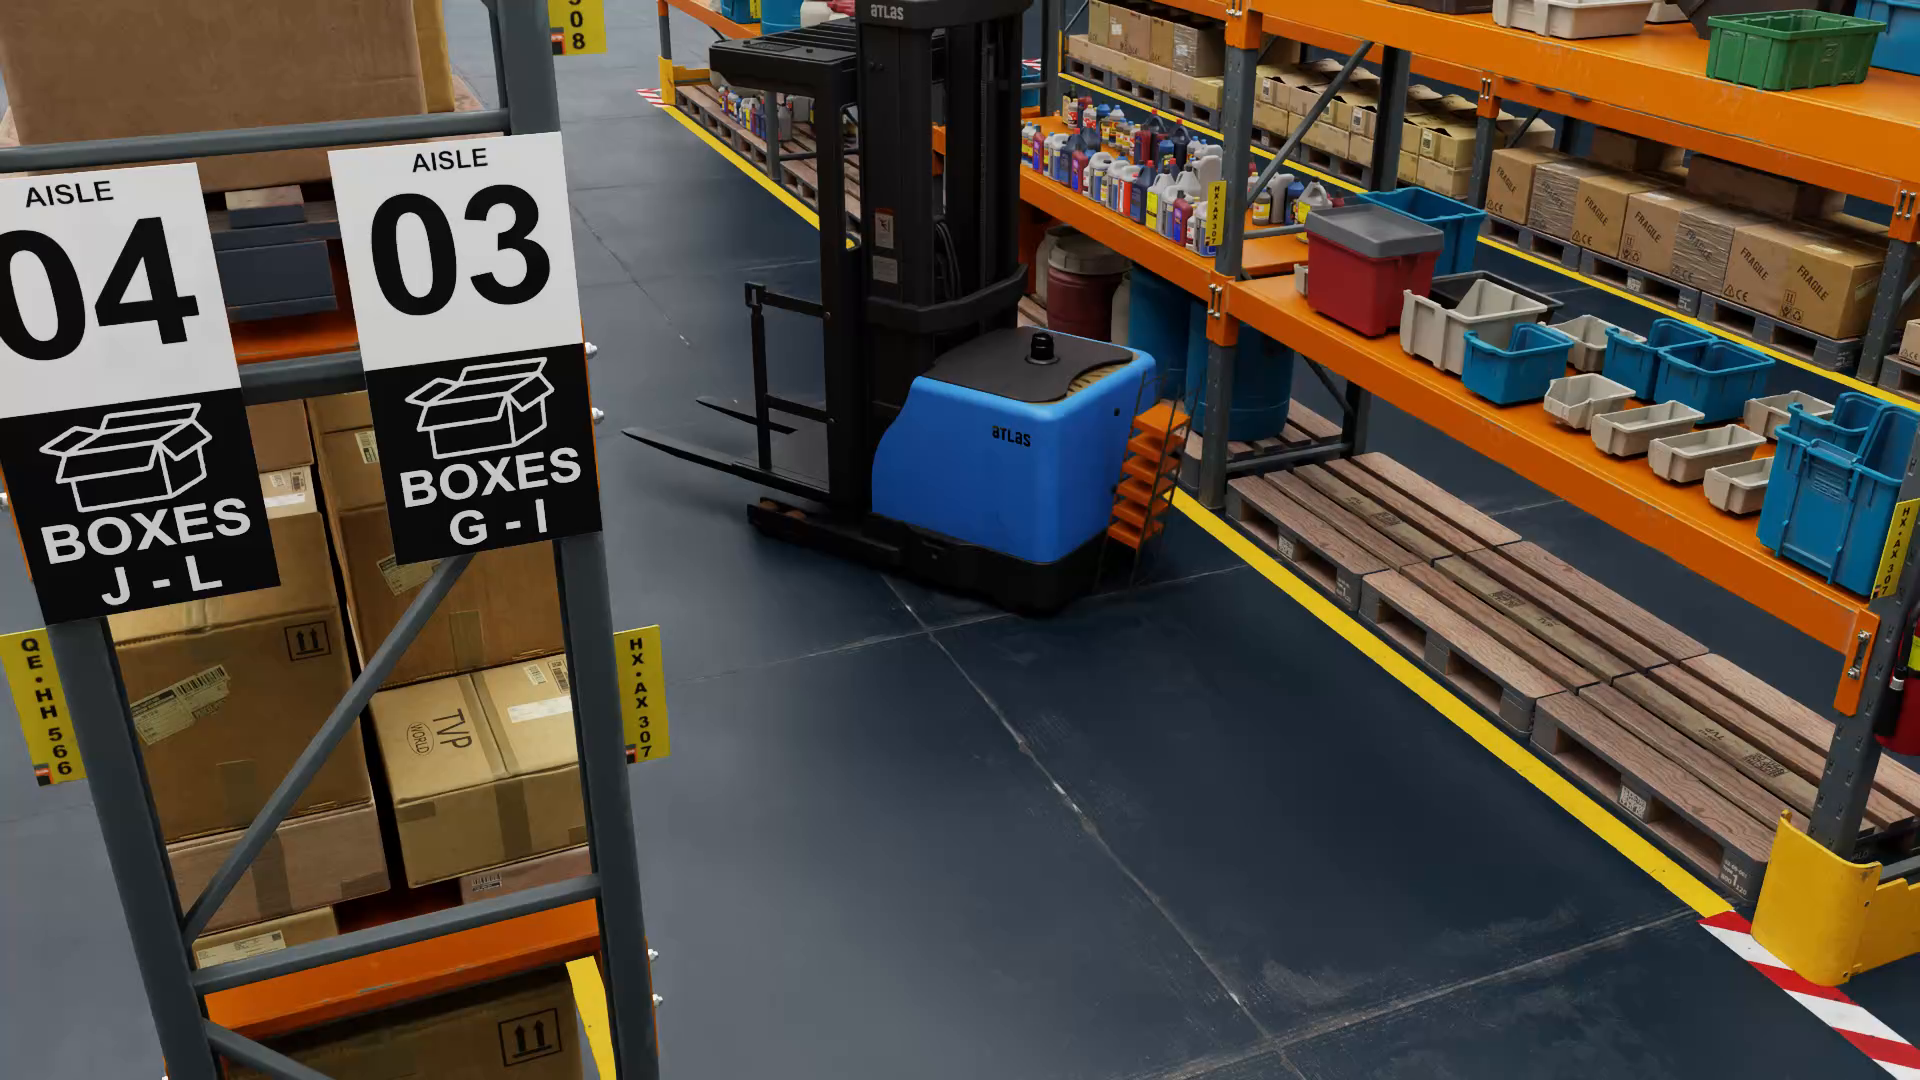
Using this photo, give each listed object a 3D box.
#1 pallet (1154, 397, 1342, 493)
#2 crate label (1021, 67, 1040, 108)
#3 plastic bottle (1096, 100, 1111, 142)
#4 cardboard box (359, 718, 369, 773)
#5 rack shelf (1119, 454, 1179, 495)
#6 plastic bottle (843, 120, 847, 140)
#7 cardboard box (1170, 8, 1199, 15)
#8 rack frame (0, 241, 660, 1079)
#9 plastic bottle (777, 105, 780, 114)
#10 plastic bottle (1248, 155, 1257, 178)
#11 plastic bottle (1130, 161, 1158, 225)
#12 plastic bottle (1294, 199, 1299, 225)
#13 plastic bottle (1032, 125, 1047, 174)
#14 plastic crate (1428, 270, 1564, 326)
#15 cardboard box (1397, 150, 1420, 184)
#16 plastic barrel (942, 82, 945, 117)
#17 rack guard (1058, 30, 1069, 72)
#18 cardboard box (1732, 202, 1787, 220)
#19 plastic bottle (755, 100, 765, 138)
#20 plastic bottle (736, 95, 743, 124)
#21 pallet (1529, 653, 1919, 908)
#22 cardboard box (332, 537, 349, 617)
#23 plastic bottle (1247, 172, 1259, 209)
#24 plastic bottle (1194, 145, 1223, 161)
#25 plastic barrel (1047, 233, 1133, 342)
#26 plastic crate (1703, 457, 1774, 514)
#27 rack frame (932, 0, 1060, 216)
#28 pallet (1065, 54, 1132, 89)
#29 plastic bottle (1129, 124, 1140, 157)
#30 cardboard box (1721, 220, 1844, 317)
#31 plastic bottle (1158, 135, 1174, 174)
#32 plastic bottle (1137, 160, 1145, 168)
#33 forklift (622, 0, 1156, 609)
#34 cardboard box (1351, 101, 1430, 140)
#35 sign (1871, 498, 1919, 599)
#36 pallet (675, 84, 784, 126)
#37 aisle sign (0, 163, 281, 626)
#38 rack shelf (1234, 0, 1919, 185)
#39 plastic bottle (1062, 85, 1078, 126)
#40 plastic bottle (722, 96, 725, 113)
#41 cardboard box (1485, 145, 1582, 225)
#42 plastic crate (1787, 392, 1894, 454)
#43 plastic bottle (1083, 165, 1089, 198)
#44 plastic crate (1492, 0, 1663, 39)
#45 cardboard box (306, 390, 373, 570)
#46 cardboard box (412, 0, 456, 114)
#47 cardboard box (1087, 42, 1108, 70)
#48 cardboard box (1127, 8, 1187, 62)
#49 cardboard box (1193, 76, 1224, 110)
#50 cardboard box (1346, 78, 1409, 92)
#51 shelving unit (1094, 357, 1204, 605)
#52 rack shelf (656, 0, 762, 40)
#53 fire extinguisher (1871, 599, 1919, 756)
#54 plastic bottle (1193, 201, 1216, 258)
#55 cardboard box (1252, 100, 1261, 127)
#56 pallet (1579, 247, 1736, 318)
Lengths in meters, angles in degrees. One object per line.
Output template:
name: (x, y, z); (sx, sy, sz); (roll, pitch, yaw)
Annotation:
pallet: (1.531, -0.679, 9.901); (1.003, 0.211, 1.213); (-11, 28, -21)
crate label: (0.409, -3.388, 12.461); (0.303, 0.233, 0.416); (-11, 28, -21)
plastic bottle: (0.975, -2.859, 11.334); (0.097, 0.271, 0.097); (0, 26, 0)
cardboard box: (-1.828, 0.431, 4.281); (0.500, 0.250, 0.500); (-11, 28, -21)
rack shelf: (0.902, -0.332, 7.874); (0.180, 0.103, 0.258); (28, 36, 26)
plastic bottle: (-1.099, -4.029, 16.270); (0.097, 0.201, 0.097); (0, 26, 0)
cardboard box: (2.739, -5.829, 19.071); (0.500, 0.500, 0.500); (-11, 28, -21)
rack frame: (-1.196, 0.852, 3.586); (1.000, 3.000, 0.127); (-11, 28, -21)
plastic bottle: (-1.804, -4.141, 16.415); (0.152, 0.276, 0.135); (-11, 28, -21)
plastic bottle: (1.696, -2.141, 9.850); (0.061, 0.283, 0.133); (-11, 28, -21)
plastic bottle: (1.062, -1.981, 9.445); (0.144, 0.351, 0.185); (-11, 28, -21)
plastic bottle: (1.930, -1.843, 9.333); (0.097, 0.201, 0.097); (0, 26, 0)
plastic bottle: (0.511, -2.472, 10.526); (0.061, 0.283, 0.133); (-11, 28, -21)
plastic crate: (2.481, -1.111, 7.853); (0.437, 0.125, 0.590); (-11, 28, -21)
cardboard box: (4.152, -3.409, 14.969); (0.500, 0.250, 0.500); (-11, 28, -21)
plastic barrel: (-0.232, -3.425, 12.191); (0.600, 0.536, 0.708); (-11, 28, -21)
rack guard: (1.646, -6.194, 20.867); (1.175, 0.500, 0.348); (-11, 28, -21)
cardboard box: (5.981, -2.191, 12.167); (0.500, 0.500, 0.500); (-10, 28, -20)
plastic bottle: (-1.930, -4.139, 16.326); (0.144, 0.351, 0.185); (-12, 29, -23)
plastic bottle: (-2.228, -4.384, 16.918); (0.097, 0.271, 0.097); (0, 26, 0)
pallet: (3.074, 0.914, 6.636); (1.003, 0.211, 1.213); (-11, 28, -21)
cardboard box: (-1.538, 0.133, 4.890); (0.500, 0.250, 0.500); (-12, 28, -22)
plastic bottle: (1.725, -2.055, 9.766); (0.097, 0.201, 0.097); (0, 26, 0)
plastic bottle: (1.511, -2.278, 10.138); (0.152, 0.276, 0.135); (-11, 28, -21)
plastic barrel: (0.878, -1.683, 11.048); (0.600, 0.588, 0.708); (-11, 28, -21)
plastic crate: (2.876, -0.206, 5.984); (0.396, 0.136, 0.243); (-11, 28, -21)
rack frame: (0.229, -3.229, 11.944); (1.000, 3.000, 0.127); (-11, 28, -21)
pallet: (1.993, -5.753, 20.293); (1.003, 0.211, 1.213); (-11, 28, -21)
plastic bottle: (1.165, -2.631, 10.947); (0.097, 0.201, 0.097); (0, 26, 0)
cardboard box: (5.712, -1.889, 11.547); (0.500, 0.500, 0.500); (-10, 28, -20)
plastic bottle: (1.282, -2.381, 10.355); (0.097, 0.271, 0.097); (0, 26, 0)
plastic bottle: (1.058, -2.094, 9.766); (0.097, 0.271, 0.097); (0, 26, 0)
forklift: (-0.514, -1.477, 8.435); (3.031, 2.935, 1.130); (17, 31, 31)
cardboard box: (3.952, -3.865, 15.264); (0.500, 0.311, 0.500); (-11, 28, -21)
sign: (2.862, 0.029, 5.086); (0.100, 0.325, 0.005); (-11, 28, -21)
pallet: (-2.518, -4.854, 18.450); (1.003, 0.211, 1.213); (-11, 28, -21)
aisle sign: (-1.444, -0.236, 2.851); (0.394, 0.787, 0.004); (-11, 28, -21)
rack shelf: (2.578, -1.831, 6.482); (1.077, 0.370, 4.000); (-11, 28, -21)
plastic bottle: (0.780, -3.086, 11.785); (0.061, 0.283, 0.133); (-11, 28, -21)
plastic bottle: (-2.440, -4.571, 17.382); (0.097, 0.201, 0.097); (0, 26, 0)
cardboard box: (4.703, -2.920, 13.659); (0.500, 0.500, 0.500); (-9, 28, -18)
plastic crate: (3.310, -0.373, 6.217); (0.416, 0.233, 0.300); (-11, 28, -21)
plastic bottle: (0.789, -2.169, 10.000); (0.097, 0.201, 0.097); (0, 26, 0)
plastic crate: (2.324, -2.020, 6.350); (0.437, 0.136, 0.530); (-11, 28, -21)
cardboard box: (-1.539, -0.201, 4.721); (0.500, 0.500, 0.500); (-11, 28, -22)
cardboard box: (-1.558, -1.223, 3.711); (0.700, 0.500, 0.500); (-12, 28, -22)
cardboard box: (1.860, -5.805, 19.876); (0.500, 0.250, 0.500); (-11, 28, -21)
cardboard box: (2.245, -5.737, 18.882); (0.500, 0.500, 0.500); (-11, 28, -21)
cardboard box: (2.839, -4.796, 17.809); (0.500, 0.250, 0.500); (-11, 28, -21)
cardboard box: (4.047, -4.373, 16.304); (0.500, 0.311, 0.500); (-11, 28, -21)
shelving unit: (0.891, -0.268, 7.914); (0.189, 1.200, 0.258); (28, 36, 26)
rack shelf: (-2.121, -5.328, 17.063); (1.077, 0.370, 4.000); (-11, 28, -21)
fire extinguisher: (3.003, 0.342, 5.143); (0.296, 0.674, 0.183); (-11, 28, -21)
plastic bottle: (1.343, -1.662, 8.876); (0.152, 0.276, 0.135); (-11, 28, -21)
cardboard box: (3.151, -4.441, 17.082); (0.500, 0.250, 0.500); (-11, 28, -22)
pallet: (5.519, -2.025, 12.658); (1.003, 0.211, 1.213); (-11, 28, -21)
